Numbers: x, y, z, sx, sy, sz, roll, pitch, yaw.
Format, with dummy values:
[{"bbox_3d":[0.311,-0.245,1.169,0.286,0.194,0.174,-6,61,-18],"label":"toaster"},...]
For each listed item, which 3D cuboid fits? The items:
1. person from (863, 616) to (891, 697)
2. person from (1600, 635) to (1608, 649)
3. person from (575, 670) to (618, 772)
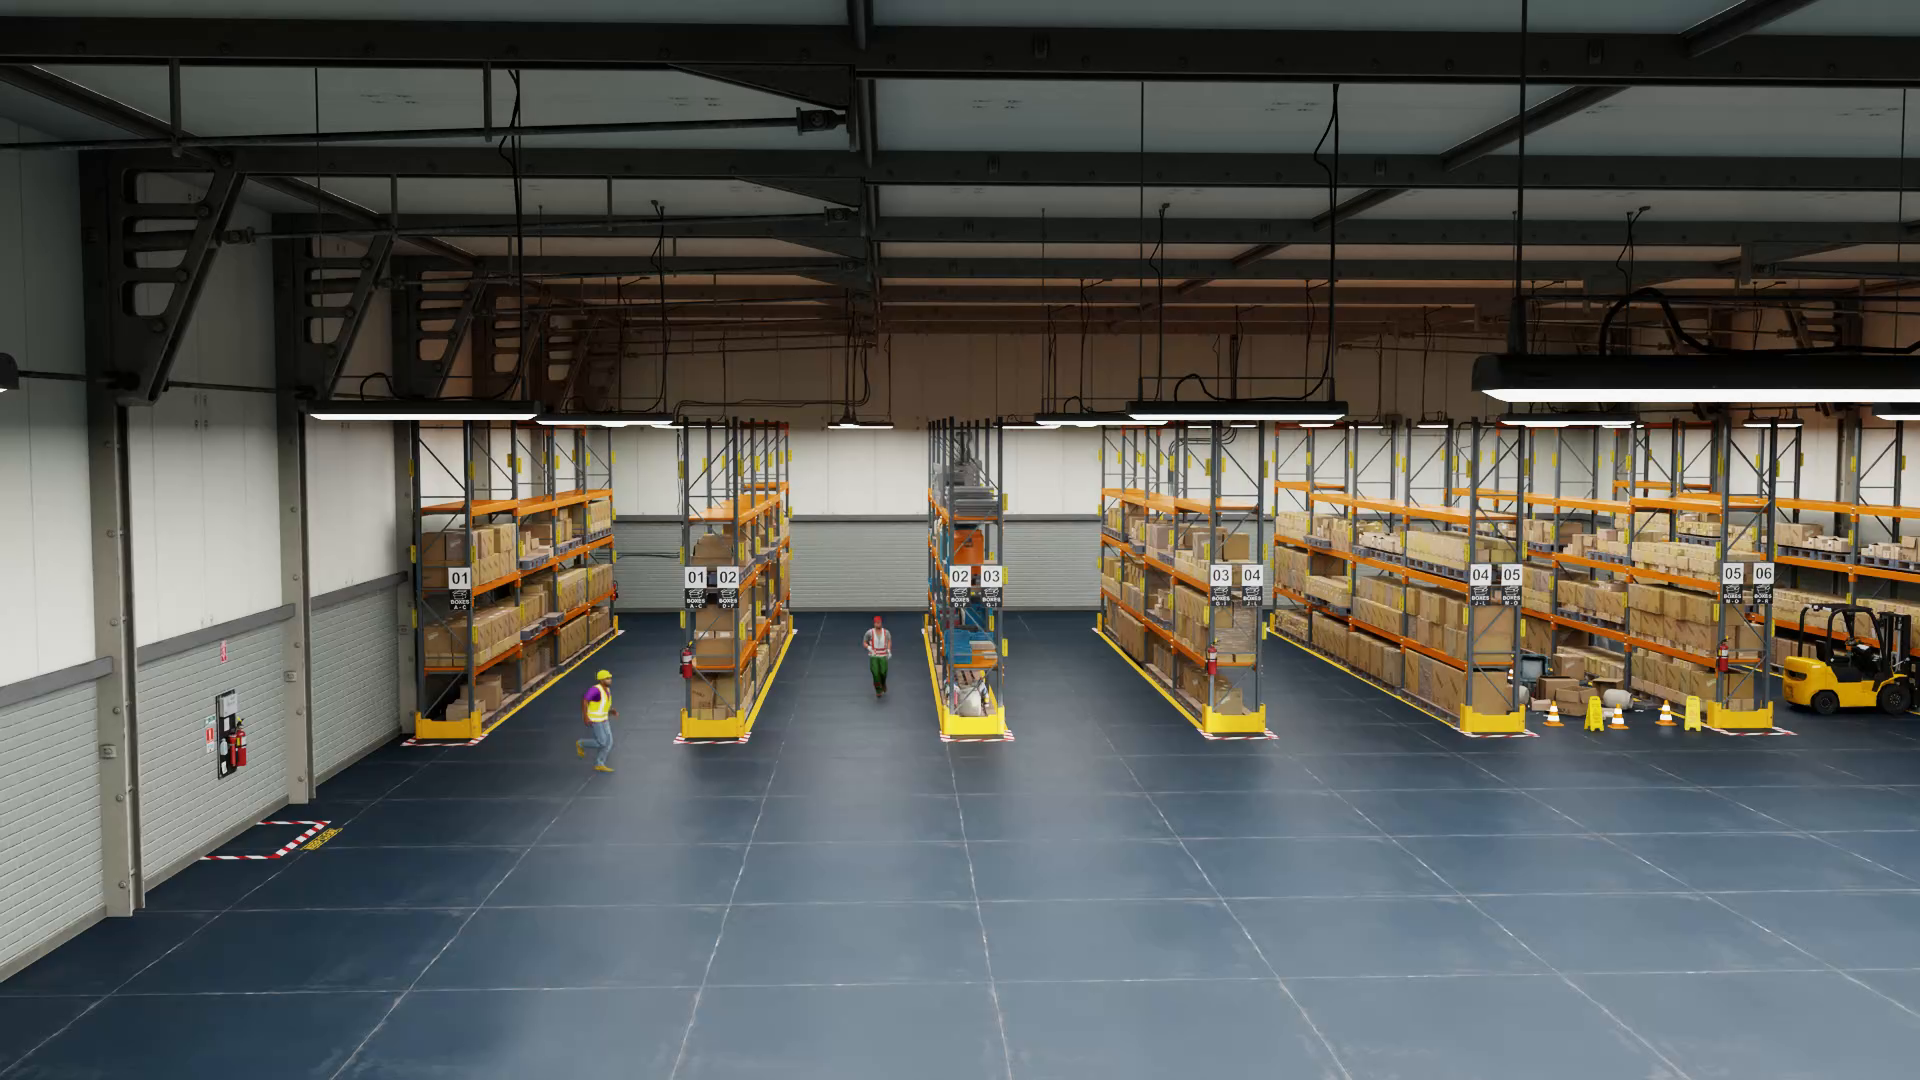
[{"bbox_3d":[-1.775,2.515,35.798,0.627,1.751,0.615,-1,4,-11],"label":"person"},{"bbox_3d":[16.618,2.009,43.515,0.671,1.828,0.901,0,4,-4],"label":"person"},{"bbox_3d":[-6.151,3.052,28.094,0.704,1.719,0.738,1,4,16],"label":"person"}]
